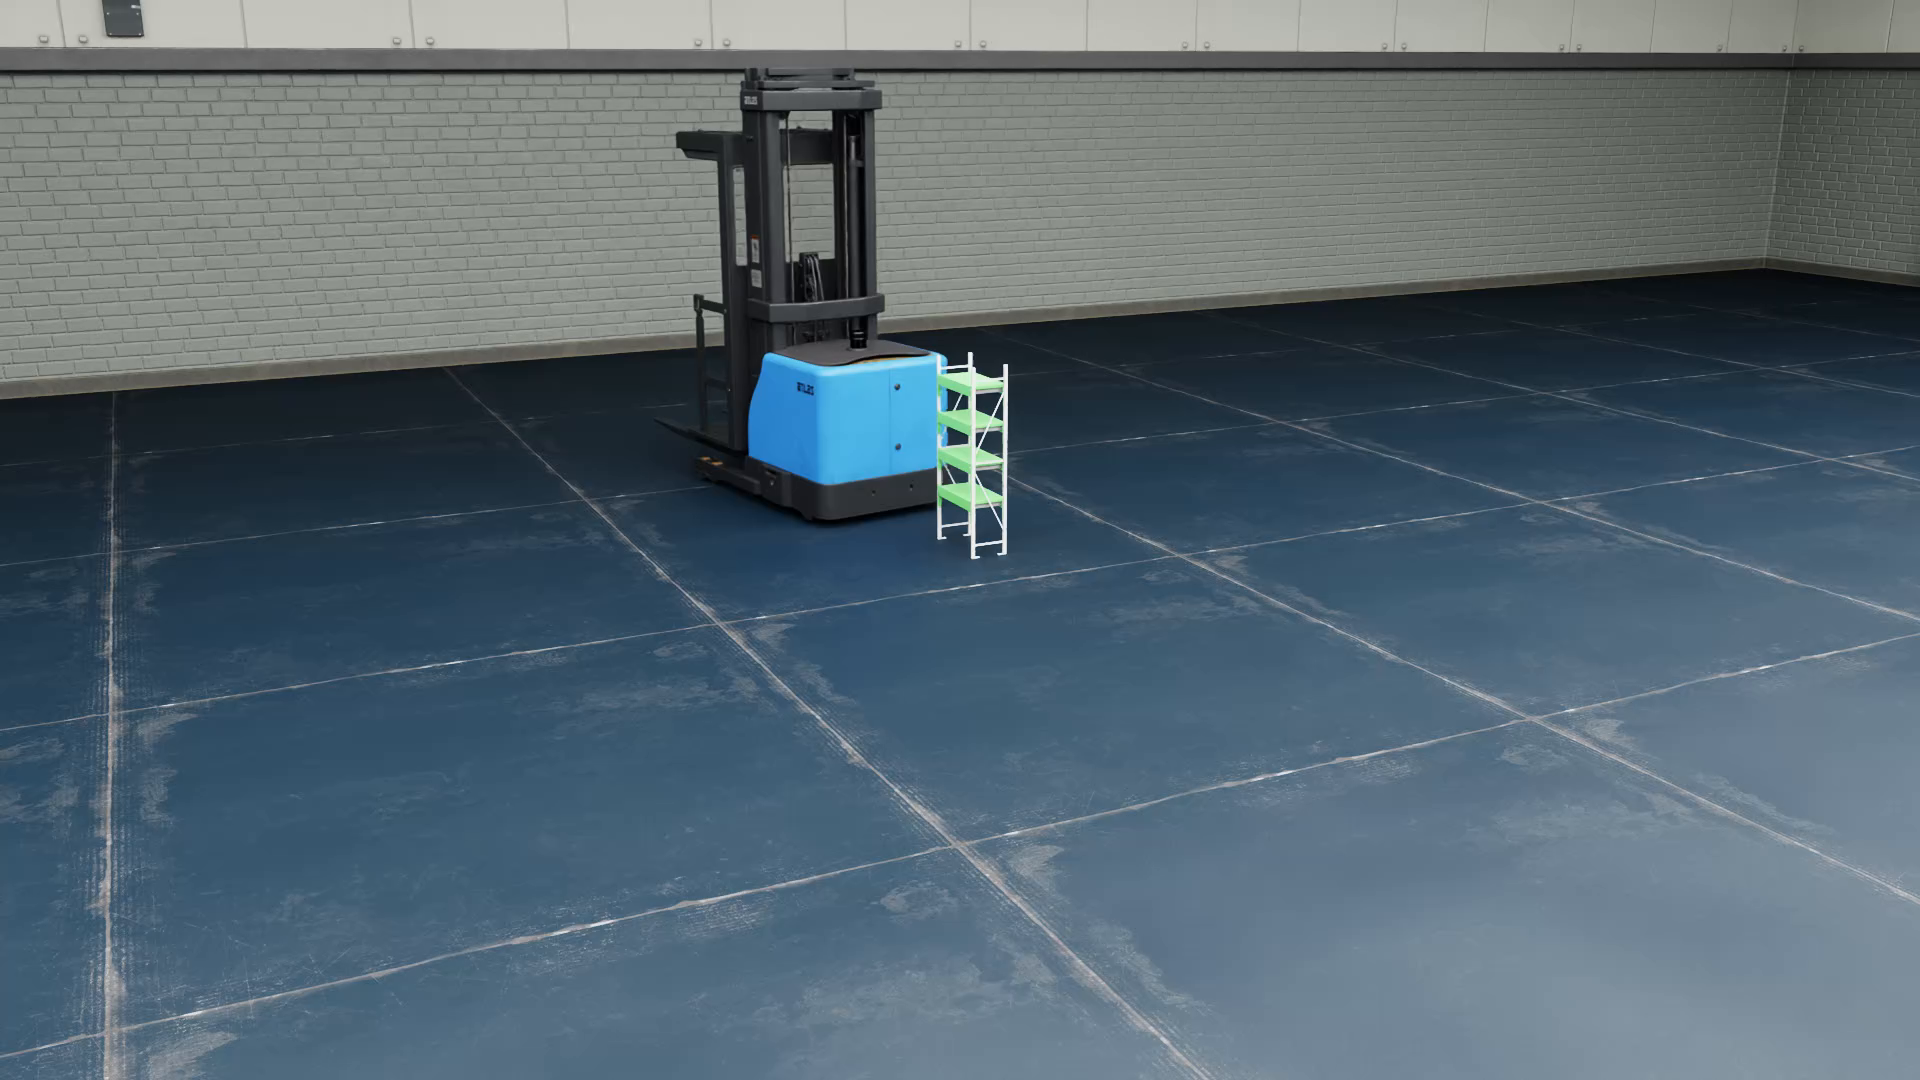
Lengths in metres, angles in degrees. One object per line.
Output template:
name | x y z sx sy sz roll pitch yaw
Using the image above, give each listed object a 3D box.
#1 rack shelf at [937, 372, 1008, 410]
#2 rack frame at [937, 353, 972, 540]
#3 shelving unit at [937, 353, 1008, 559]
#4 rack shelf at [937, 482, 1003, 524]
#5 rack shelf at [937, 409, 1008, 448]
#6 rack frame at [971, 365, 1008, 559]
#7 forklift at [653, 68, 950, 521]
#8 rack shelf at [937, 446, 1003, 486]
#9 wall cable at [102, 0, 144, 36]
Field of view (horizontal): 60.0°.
rack shelf | 0.073 -0.936 10.327 0.258 0.148 0.480 -8 18 -25
rack frame | -0.034 -0.596 10.653 0.240 1.200 0.015 -8 18 -25
shelving unit | 0.073 -0.536 10.442 0.258 1.200 0.503 -8 18 -25
rack shelf | 0.073 -0.244 10.526 0.258 0.148 0.480 -8 18 -25
rack shelf | 0.073 -0.705 10.394 0.258 0.148 0.480 -8 18 -25
rack frame | 0.179 -0.475 10.231 0.240 1.200 0.015 -8 18 -25
forklift | -1.324 -1.884 12.002 1.130 2.935 3.031 -11 19 -33
rack shelf | 0.073 -0.474 10.460 0.258 0.148 0.480 -8 18 -25
wall cable | -6.591 -7.532 14.519 2.305 6.003 0.169 -8 18 -25
